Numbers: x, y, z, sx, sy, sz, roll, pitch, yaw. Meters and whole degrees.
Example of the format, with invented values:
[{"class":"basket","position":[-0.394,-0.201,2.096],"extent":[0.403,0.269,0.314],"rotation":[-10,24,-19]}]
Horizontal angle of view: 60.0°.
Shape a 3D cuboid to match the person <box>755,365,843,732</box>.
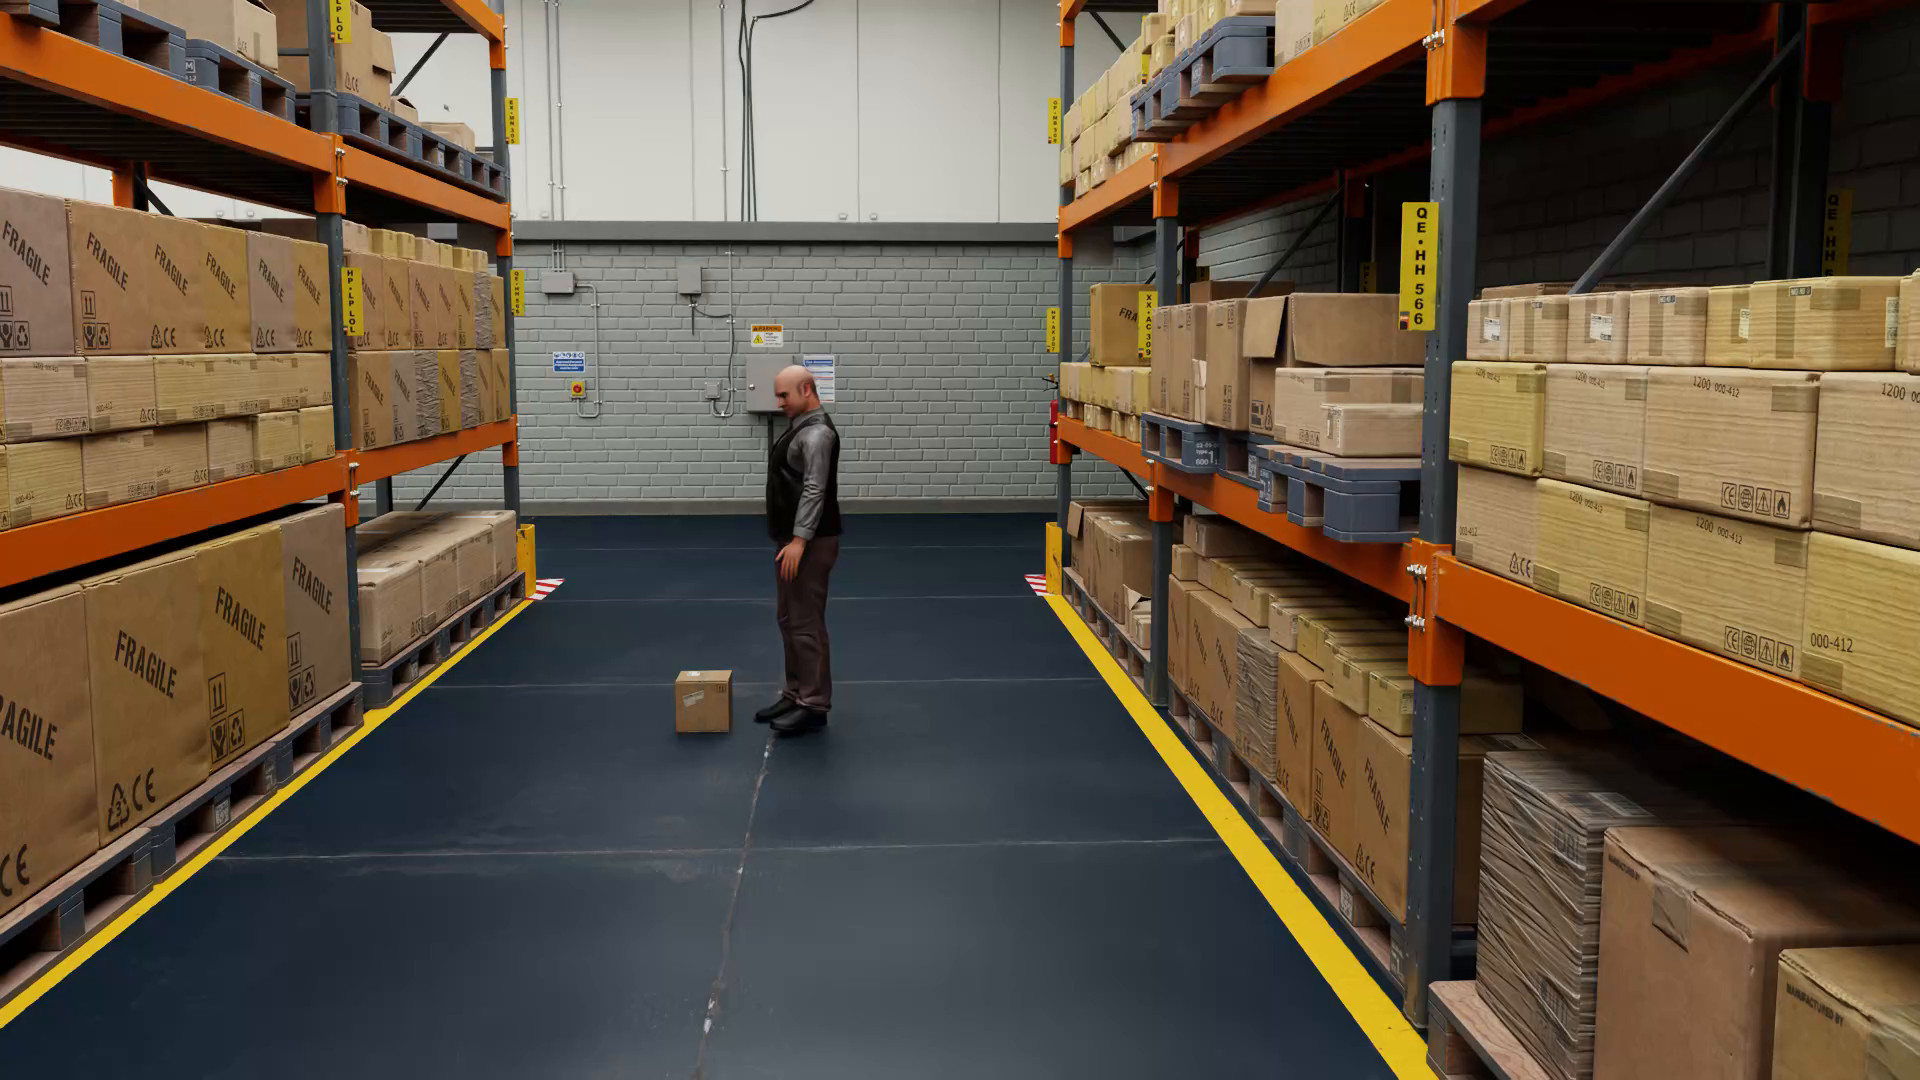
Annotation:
[{"class":"person","position":[-0.767,0.041,7.934],"extent":[0.408,1.743,0.645],"rotation":[-2,7,-13]}]
